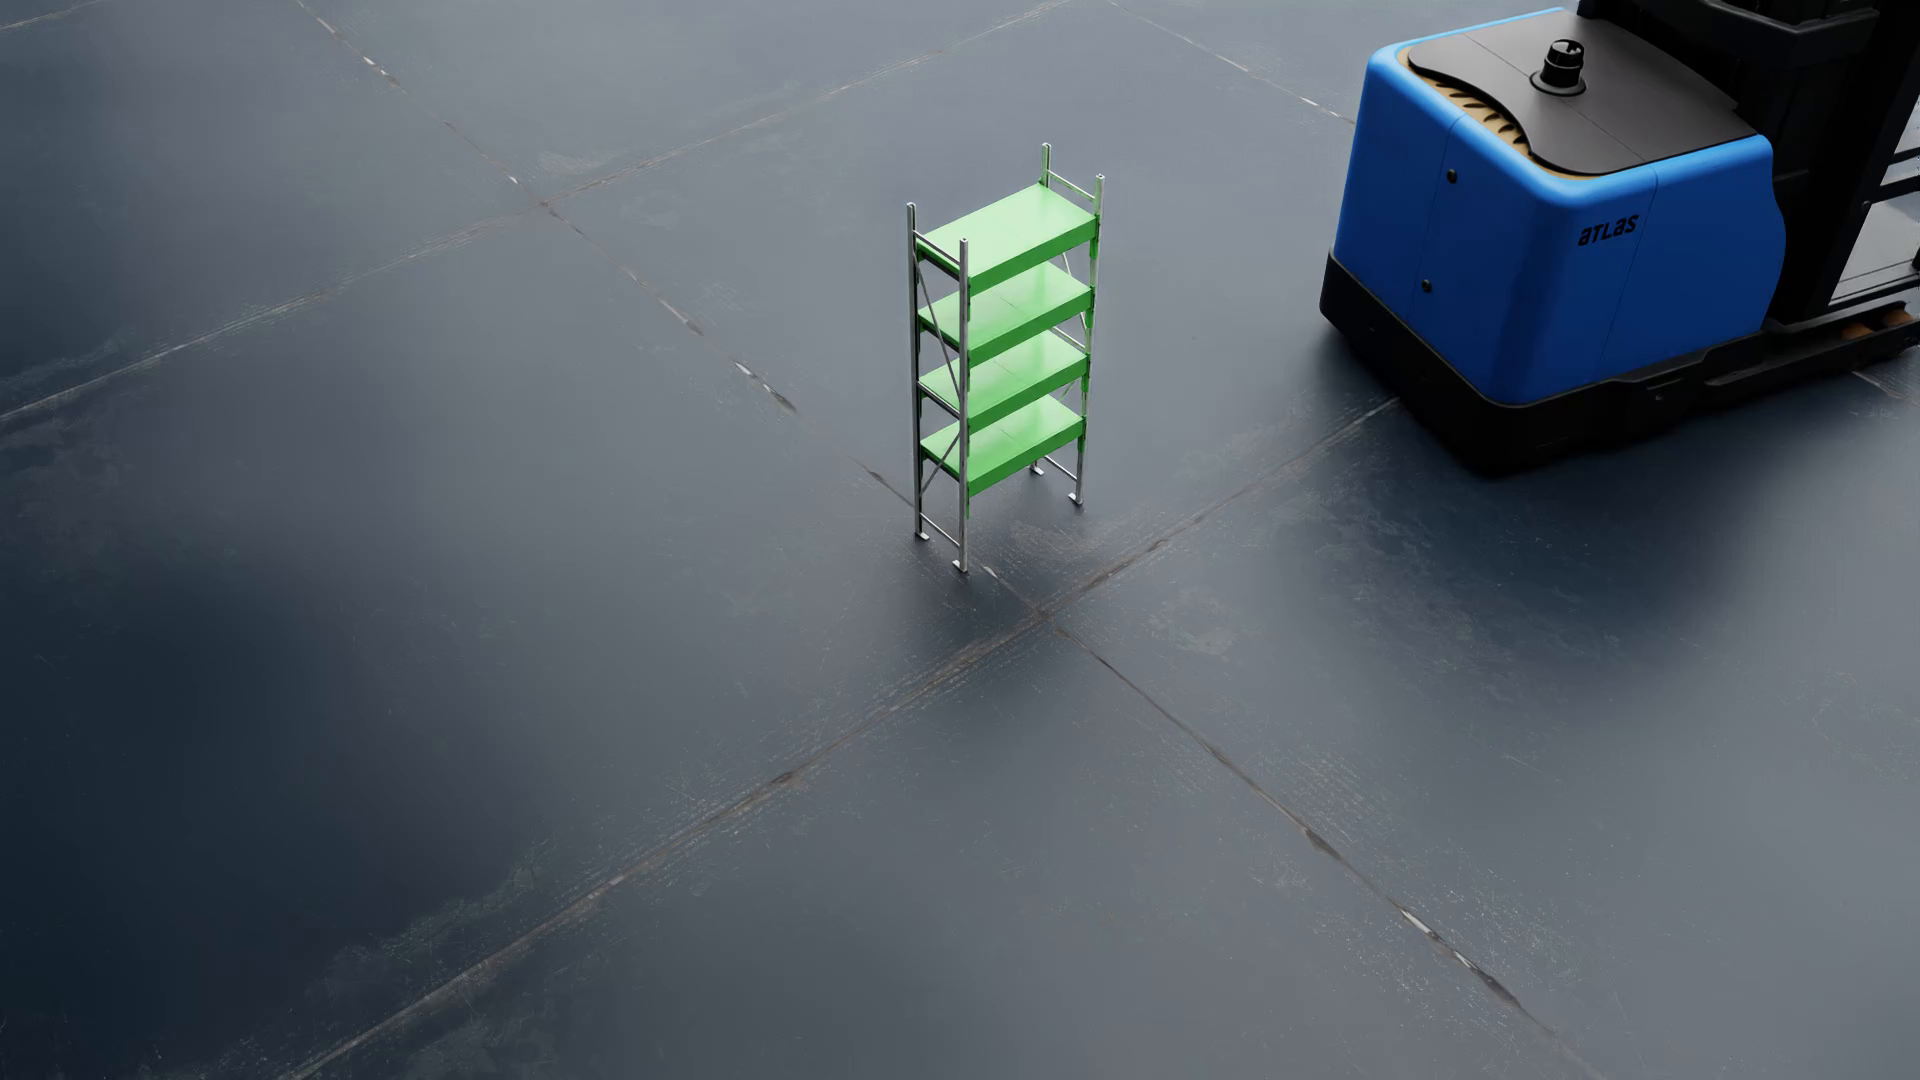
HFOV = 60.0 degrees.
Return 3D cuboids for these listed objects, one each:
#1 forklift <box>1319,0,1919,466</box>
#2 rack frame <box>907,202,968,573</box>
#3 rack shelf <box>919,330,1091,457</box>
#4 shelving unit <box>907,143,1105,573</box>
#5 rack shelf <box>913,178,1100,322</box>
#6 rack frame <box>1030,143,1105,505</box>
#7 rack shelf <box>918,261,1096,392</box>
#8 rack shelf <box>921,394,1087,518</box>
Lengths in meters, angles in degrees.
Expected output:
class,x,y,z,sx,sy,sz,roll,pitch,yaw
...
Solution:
class,x,y,z,sx,sy,sz,roll,pitch,yaw
forklift,2.868,-1.984,5.221,3.031,2.935,1.130,-17,46,-17
rack frame,-0.060,-0.403,4.803,0.015,1.200,0.240,-30,51,-28
rack shelf,0.127,-0.463,4.960,0.480,0.148,0.258,-30,51,-28
shelving unit,0.127,-0.510,4.917,0.503,1.200,0.258,-30,51,-28
rack shelf,0.127,-0.813,4.632,0.480,0.148,0.258,-30,51,-28
rack frame,0.314,-0.617,5.031,0.015,1.200,0.240,-30,51,-28
rack shelf,0.127,-0.638,4.796,0.480,0.148,0.258,-30,51,-28
rack shelf,0.127,-0.289,5.125,0.480,0.148,0.258,-30,51,-28
